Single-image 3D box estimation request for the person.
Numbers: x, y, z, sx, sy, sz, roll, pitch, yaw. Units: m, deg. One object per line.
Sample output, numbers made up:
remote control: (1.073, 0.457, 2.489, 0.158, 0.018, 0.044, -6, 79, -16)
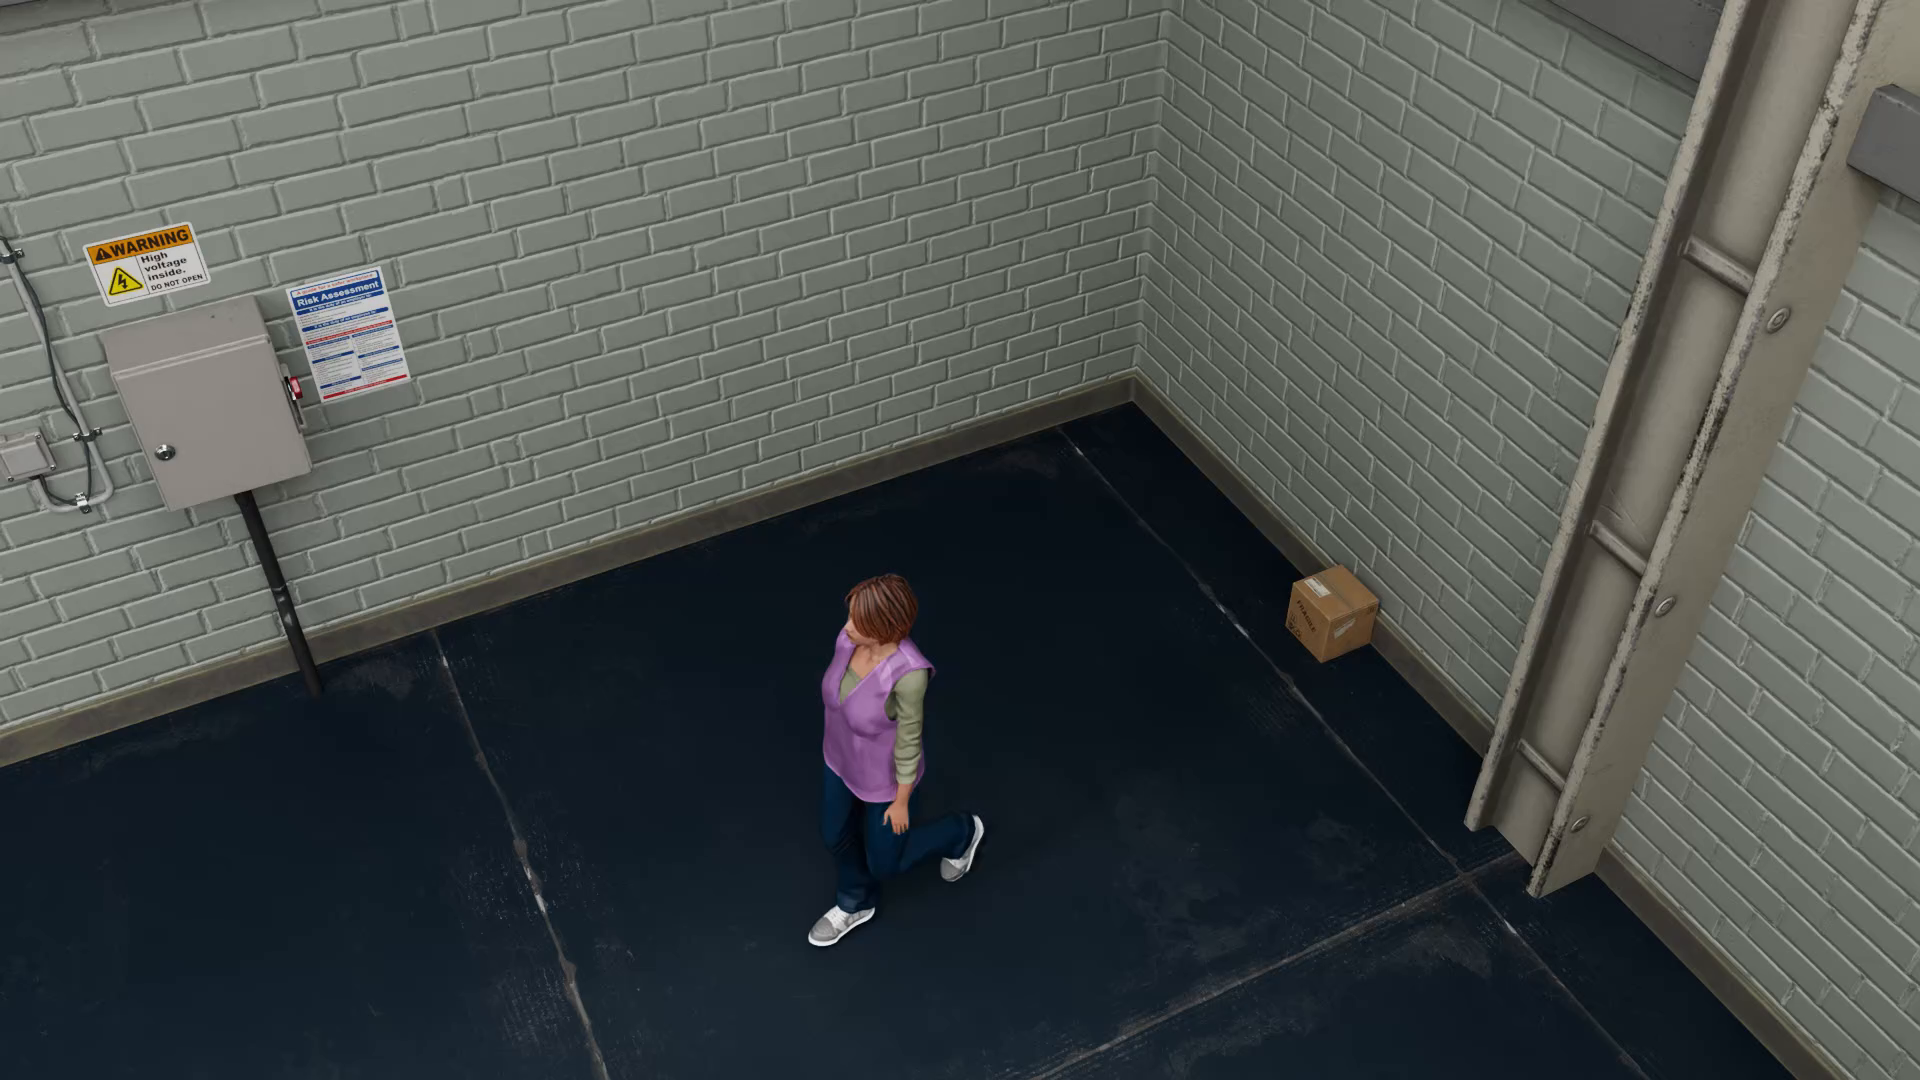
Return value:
person: (-0.234, 0.706, 5.357, 0.657, 1.571, 0.409, -30, 50, -29)
